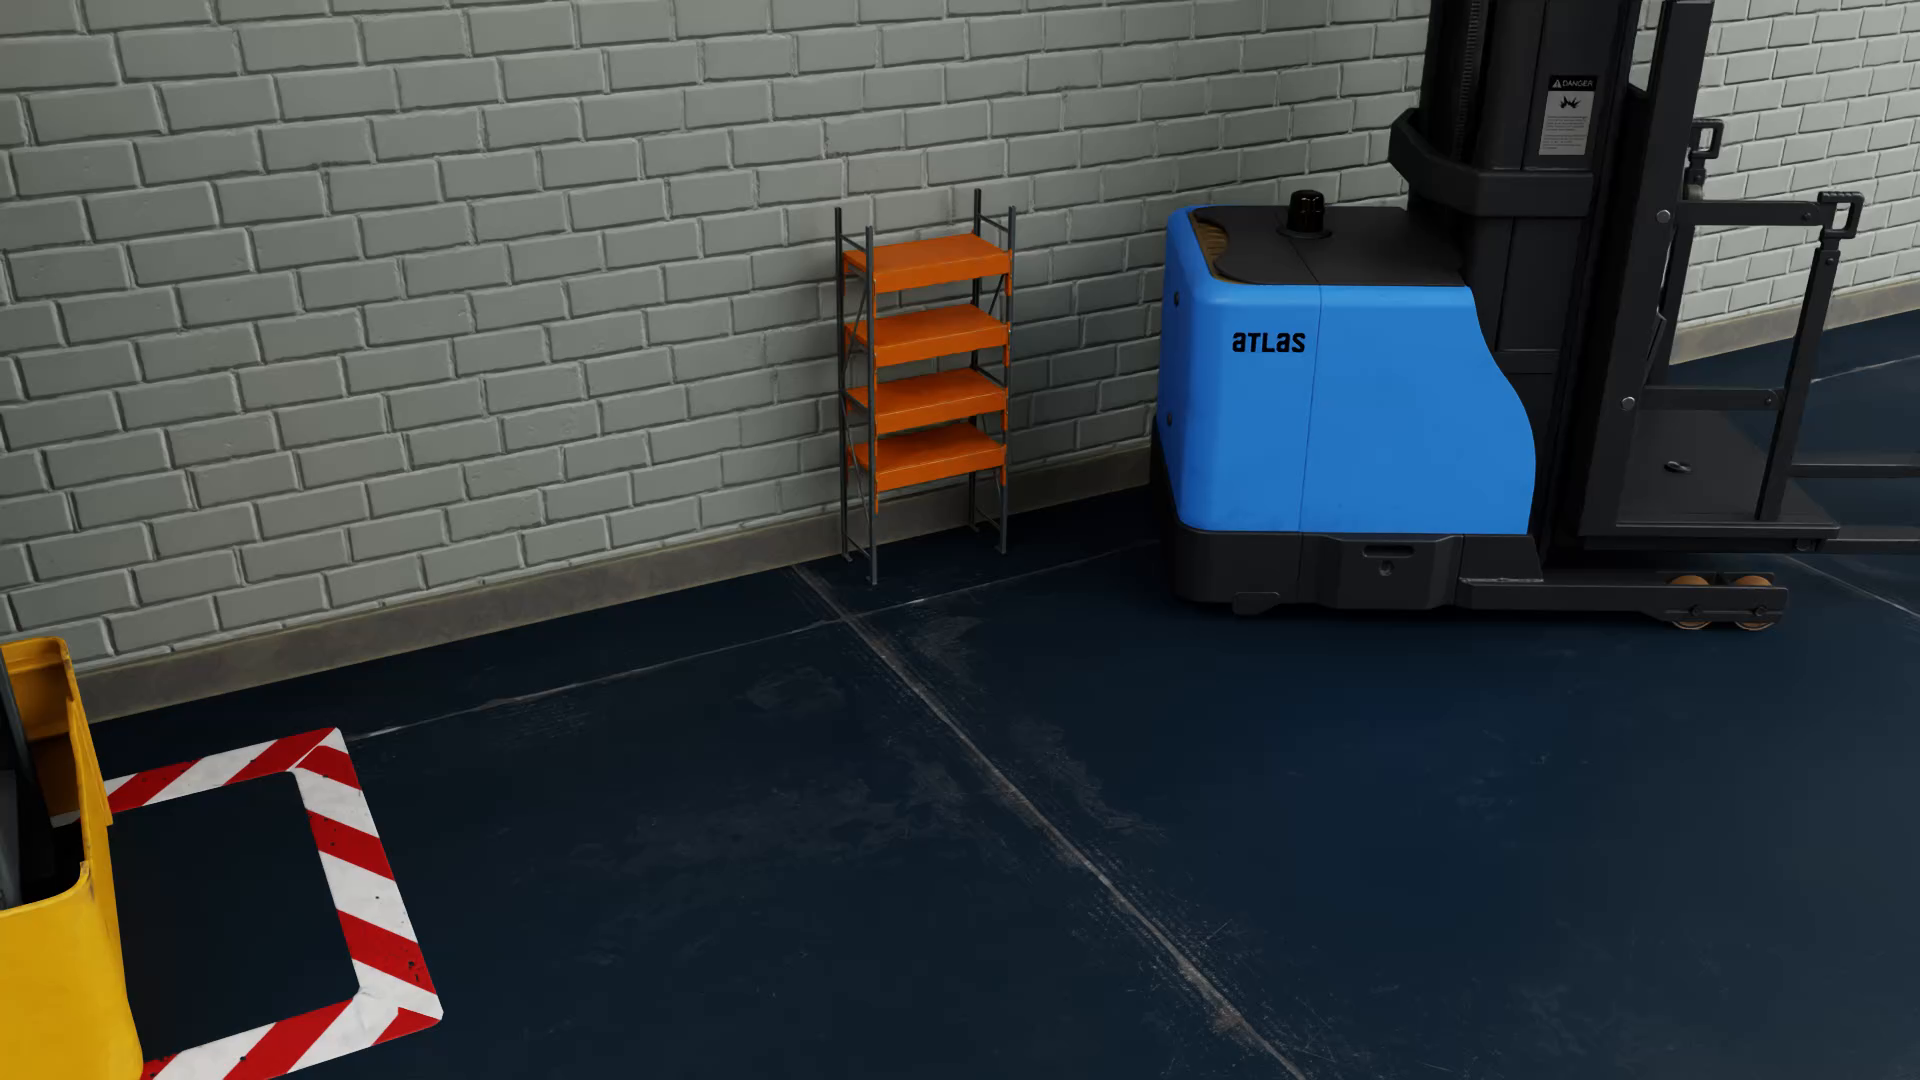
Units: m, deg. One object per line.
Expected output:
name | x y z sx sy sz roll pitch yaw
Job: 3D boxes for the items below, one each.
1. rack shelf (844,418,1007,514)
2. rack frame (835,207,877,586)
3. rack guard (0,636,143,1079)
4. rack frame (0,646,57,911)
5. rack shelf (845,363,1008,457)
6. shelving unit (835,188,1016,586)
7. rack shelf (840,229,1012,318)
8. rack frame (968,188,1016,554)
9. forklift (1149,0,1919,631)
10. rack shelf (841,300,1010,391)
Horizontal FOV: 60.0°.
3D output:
rack shelf | -0.117 -0.249 5.486 0.480 0.148 0.258 -13 30 -26
rack frame | -0.328 -0.434 5.260 0.015 1.200 0.240 -13 30 -26
rack guard | -2.096 0.711 3.692 0.348 0.500 1.175 -13 29 -25
rack frame | -2.117 -0.411 3.141 0.127 3.000 1.000 -13 29 -25
rack shelf | -0.114 -0.425 5.396 0.480 0.148 0.258 -13 30 -26
shelving unit | -0.114 -0.485 5.365 0.503 1.200 0.258 -13 30 -26
rack shelf | -0.108 -0.835 5.186 0.480 0.148 0.258 -13 30 -26
rack frame | 0.101 -0.536 5.470 0.015 1.200 0.240 -13 30 -26
forklift | 2.192 -1.274 5.017 3.031 2.935 1.130 1 26 1
rack shelf | -0.111 -0.624 5.294 0.480 0.148 0.258 -13 30 -26
